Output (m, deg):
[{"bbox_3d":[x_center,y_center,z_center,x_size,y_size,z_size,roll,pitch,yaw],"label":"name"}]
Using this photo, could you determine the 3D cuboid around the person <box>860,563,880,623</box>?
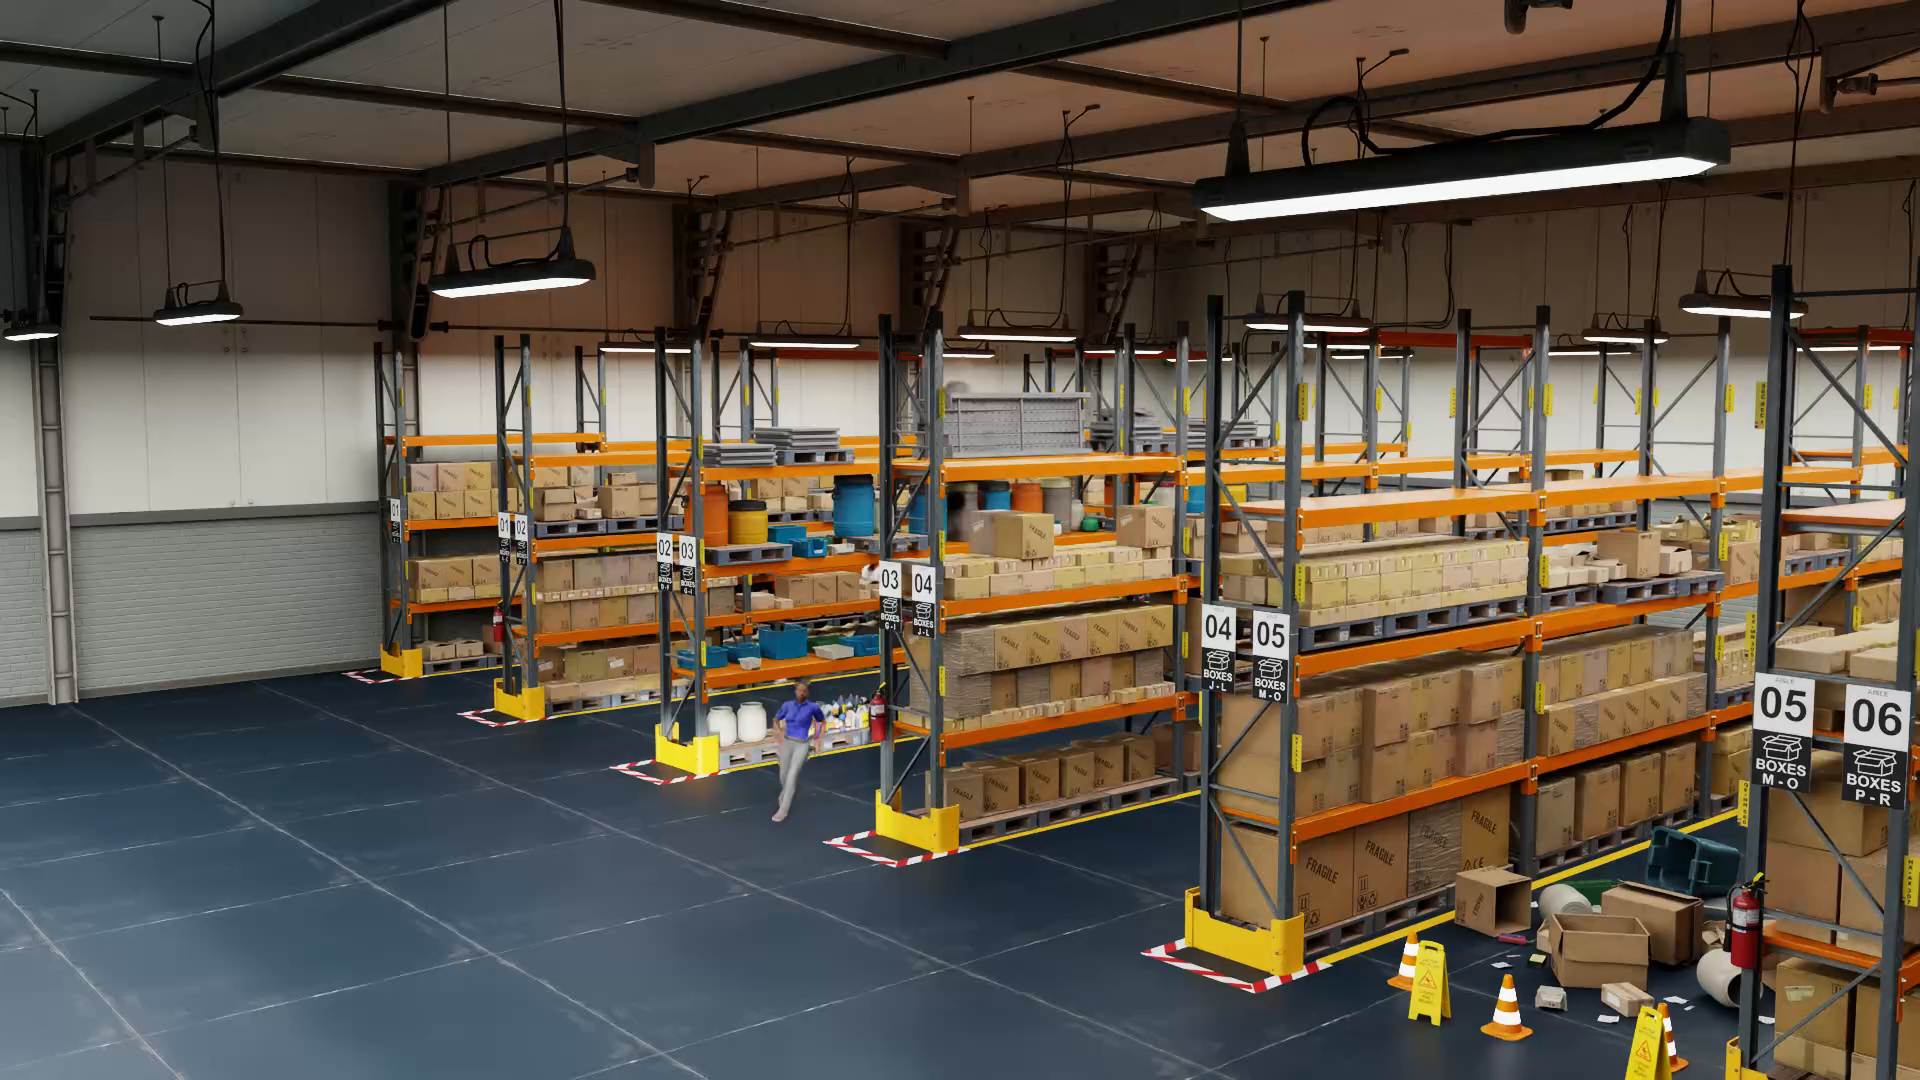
[{"bbox_3d":[-1.811,1.162,34.430,0.674,1.771,0.771,3,6,30],"label":"person"}]

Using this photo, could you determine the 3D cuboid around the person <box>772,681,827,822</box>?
[{"bbox_3d":[-1.978,2.514,20.128,0.663,1.623,0.925,1,5,10],"label":"person"}]
